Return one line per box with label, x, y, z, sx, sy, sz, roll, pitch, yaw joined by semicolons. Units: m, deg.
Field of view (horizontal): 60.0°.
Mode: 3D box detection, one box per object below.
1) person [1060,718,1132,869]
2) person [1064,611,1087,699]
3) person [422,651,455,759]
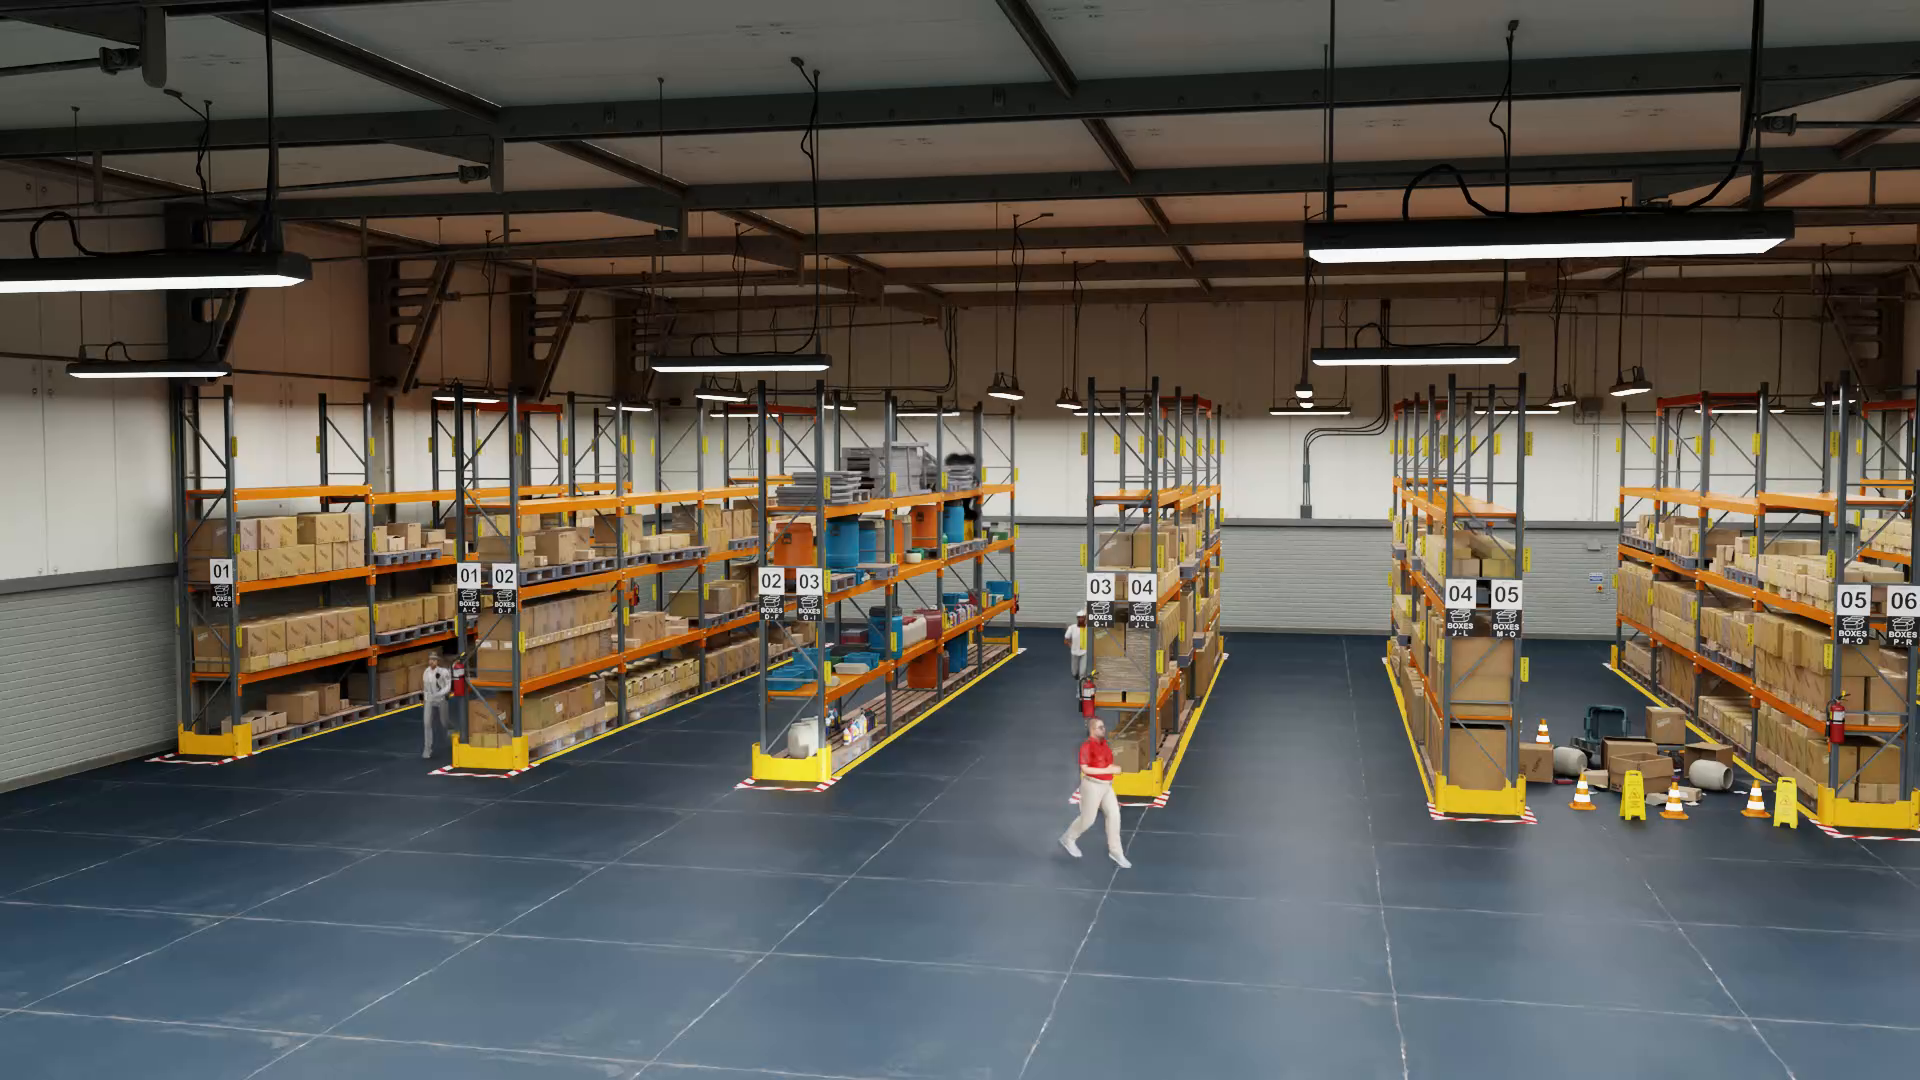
person;1.620;3.014;19.938;0.938;1.766;0.646;3;4;38
person;2.431;2.272;33.247;0.713;1.734;0.737;1;3;14
person;-8.537;2.659;27.214;0.578;1.715;1.077;0;3;3
